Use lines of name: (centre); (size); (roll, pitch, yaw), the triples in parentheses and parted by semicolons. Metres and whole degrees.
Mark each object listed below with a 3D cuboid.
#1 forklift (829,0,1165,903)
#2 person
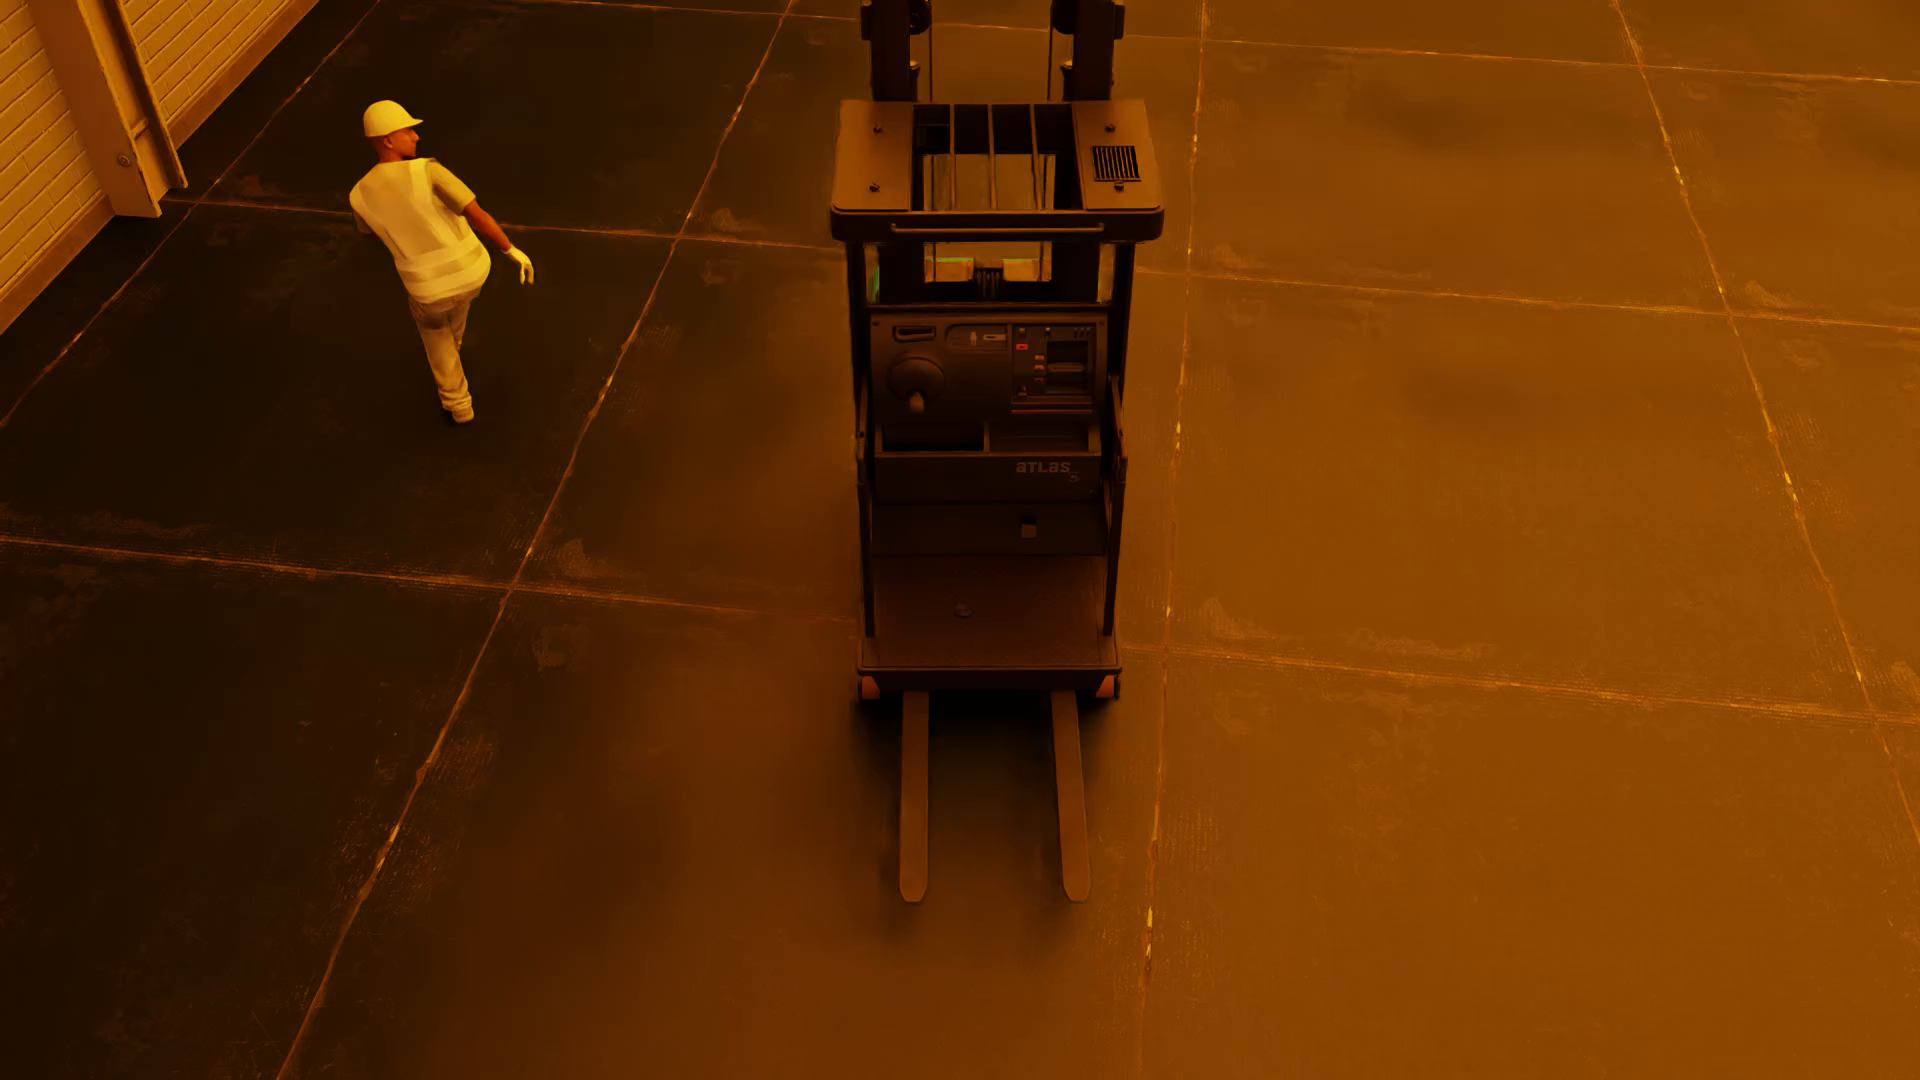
forklift: (0.117, -0.609, 6.387); (1.130, 2.935, 3.031); (0, 43, 0)
person: (-2.545, -1.445, 8.285); (0.800, 1.607, 0.823); (-10, 43, -10)
